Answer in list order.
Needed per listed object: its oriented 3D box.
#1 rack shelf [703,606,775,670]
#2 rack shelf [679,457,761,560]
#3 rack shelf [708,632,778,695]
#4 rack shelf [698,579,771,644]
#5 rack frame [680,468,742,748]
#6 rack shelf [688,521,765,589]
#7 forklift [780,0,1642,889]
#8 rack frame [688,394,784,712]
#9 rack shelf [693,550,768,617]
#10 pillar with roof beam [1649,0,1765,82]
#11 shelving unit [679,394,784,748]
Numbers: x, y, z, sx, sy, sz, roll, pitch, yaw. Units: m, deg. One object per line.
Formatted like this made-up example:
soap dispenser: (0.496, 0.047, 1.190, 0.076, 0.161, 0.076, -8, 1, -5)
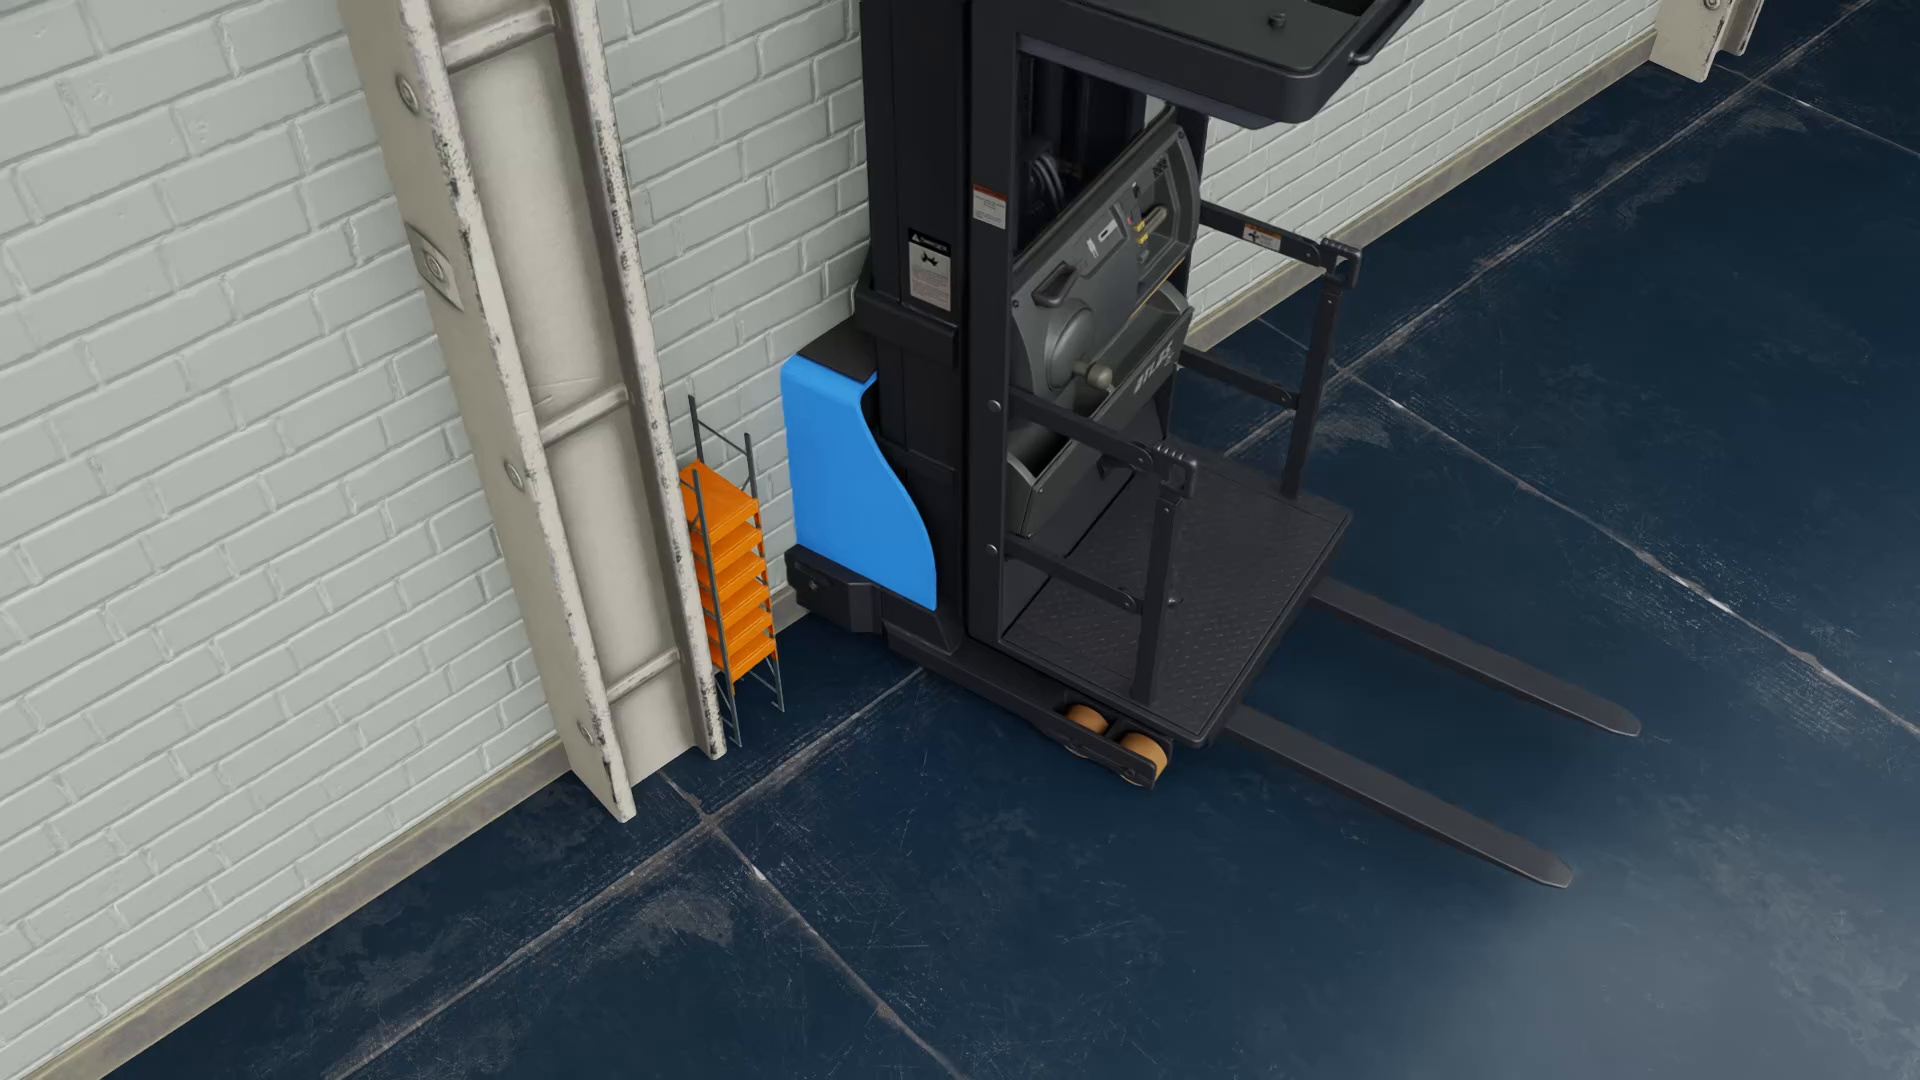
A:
rack shelf: (-0.705, 0.237, 4.938, 0.258, 0.103, 0.180, 33, 55, 27)
rack shelf: (-0.704, -0.090, 4.586, 0.258, 0.103, 0.180, 33, 55, 27)
rack shelf: (-0.706, 0.319, 5.026, 0.258, 0.103, 0.180, 33, 55, 27)
rack shelf: (-0.705, 0.156, 4.850, 0.258, 0.103, 0.180, 33, 55, 27)
rack frame: (-0.766, 0.175, 4.771, 0.240, 1.200, 0.006, 33, 55, 27)
rack shelf: (-0.704, -0.008, 4.674, 0.258, 0.103, 0.180, 33, 55, 27)
forklift: (0.578, -0.697, 4.399, 3.031, 2.935, 1.130, 25, 52, 22)
rack frame: (-0.644, 0.076, 4.864, 0.240, 1.200, 0.006, 33, 55, 27)
rack shelf: (-0.704, 0.074, 4.762, 0.258, 0.103, 0.180, 33, 55, 27)
pillar with roof beam: (6.368, -3.010, 2.405, 0.400, 9.000, 9.100, -34, 56, -27)
shelving unit: (-0.705, 0.125, 4.817, 0.258, 1.200, 0.189, 33, 55, 27)
